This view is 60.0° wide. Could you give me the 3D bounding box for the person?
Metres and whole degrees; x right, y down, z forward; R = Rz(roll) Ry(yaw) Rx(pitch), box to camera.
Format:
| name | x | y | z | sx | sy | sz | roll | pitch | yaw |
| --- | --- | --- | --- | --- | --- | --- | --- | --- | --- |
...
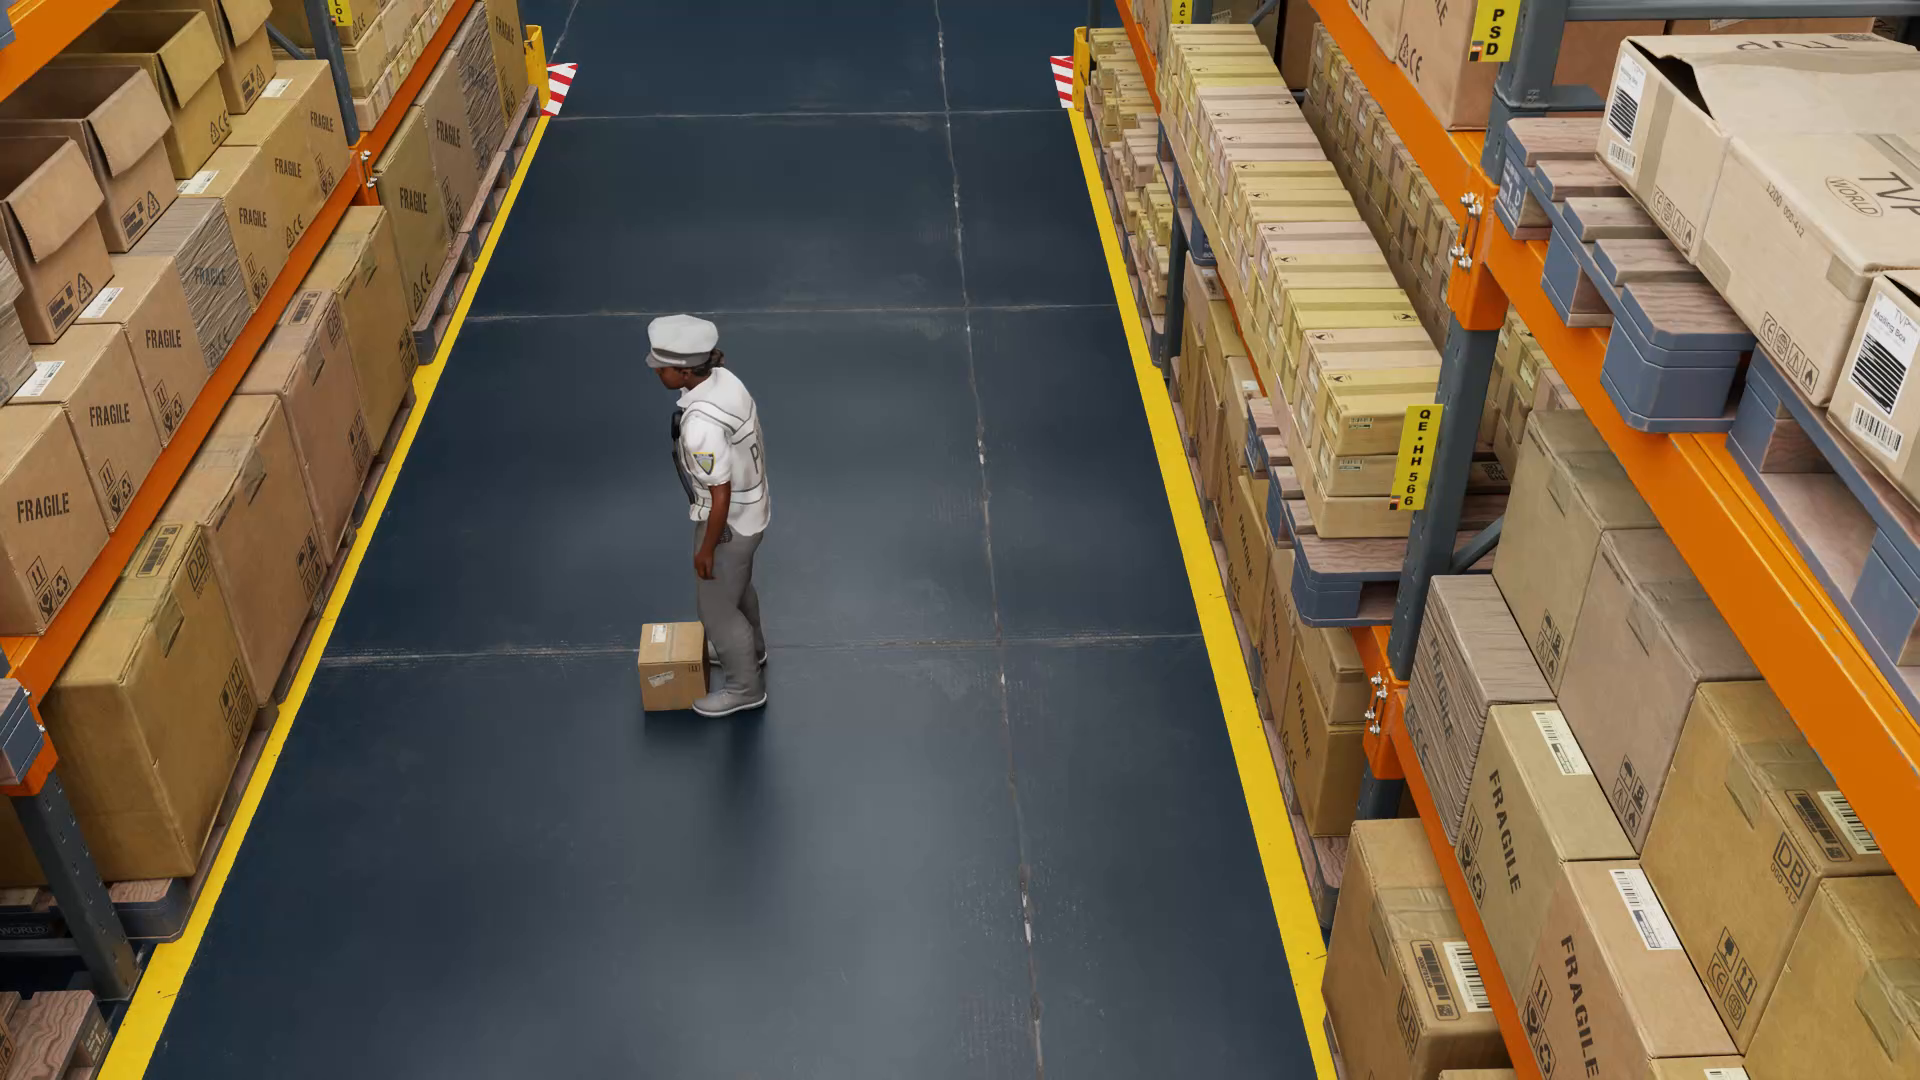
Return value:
| name | x | y | z | sx | sy | sz | roll | pitch | yaw |
| --- | --- | --- | --- | --- | --- | --- | --- | --- | --- |
| person | -0.906 | -0.083 | 6.262 | 0.392 | 1.660 | 0.505 | -1 | 35 | -2 |
